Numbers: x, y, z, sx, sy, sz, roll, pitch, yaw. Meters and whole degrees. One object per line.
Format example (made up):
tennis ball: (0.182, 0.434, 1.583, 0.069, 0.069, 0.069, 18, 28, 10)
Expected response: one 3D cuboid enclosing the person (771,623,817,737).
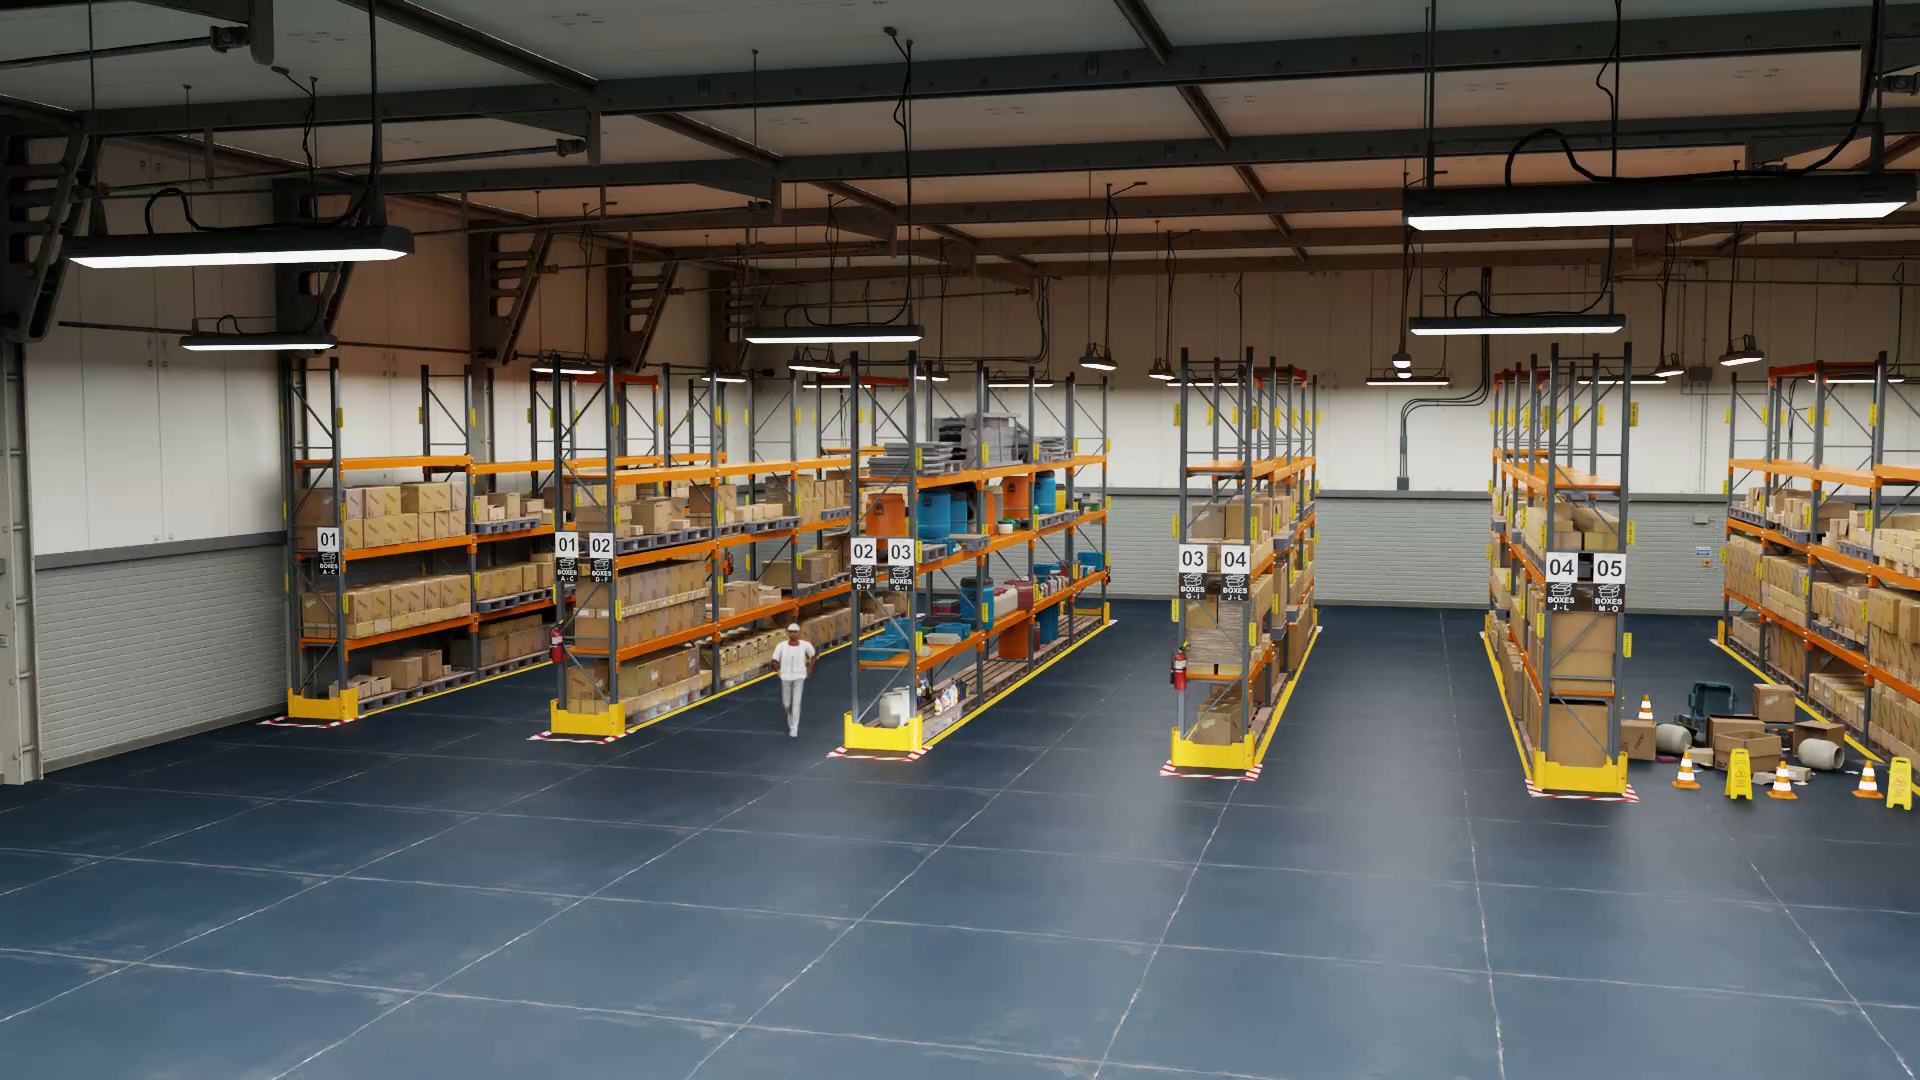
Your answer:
person: (-2.634, 2.185, 26.202, 0.689, 1.739, 0.934, 0, 4, 1)
